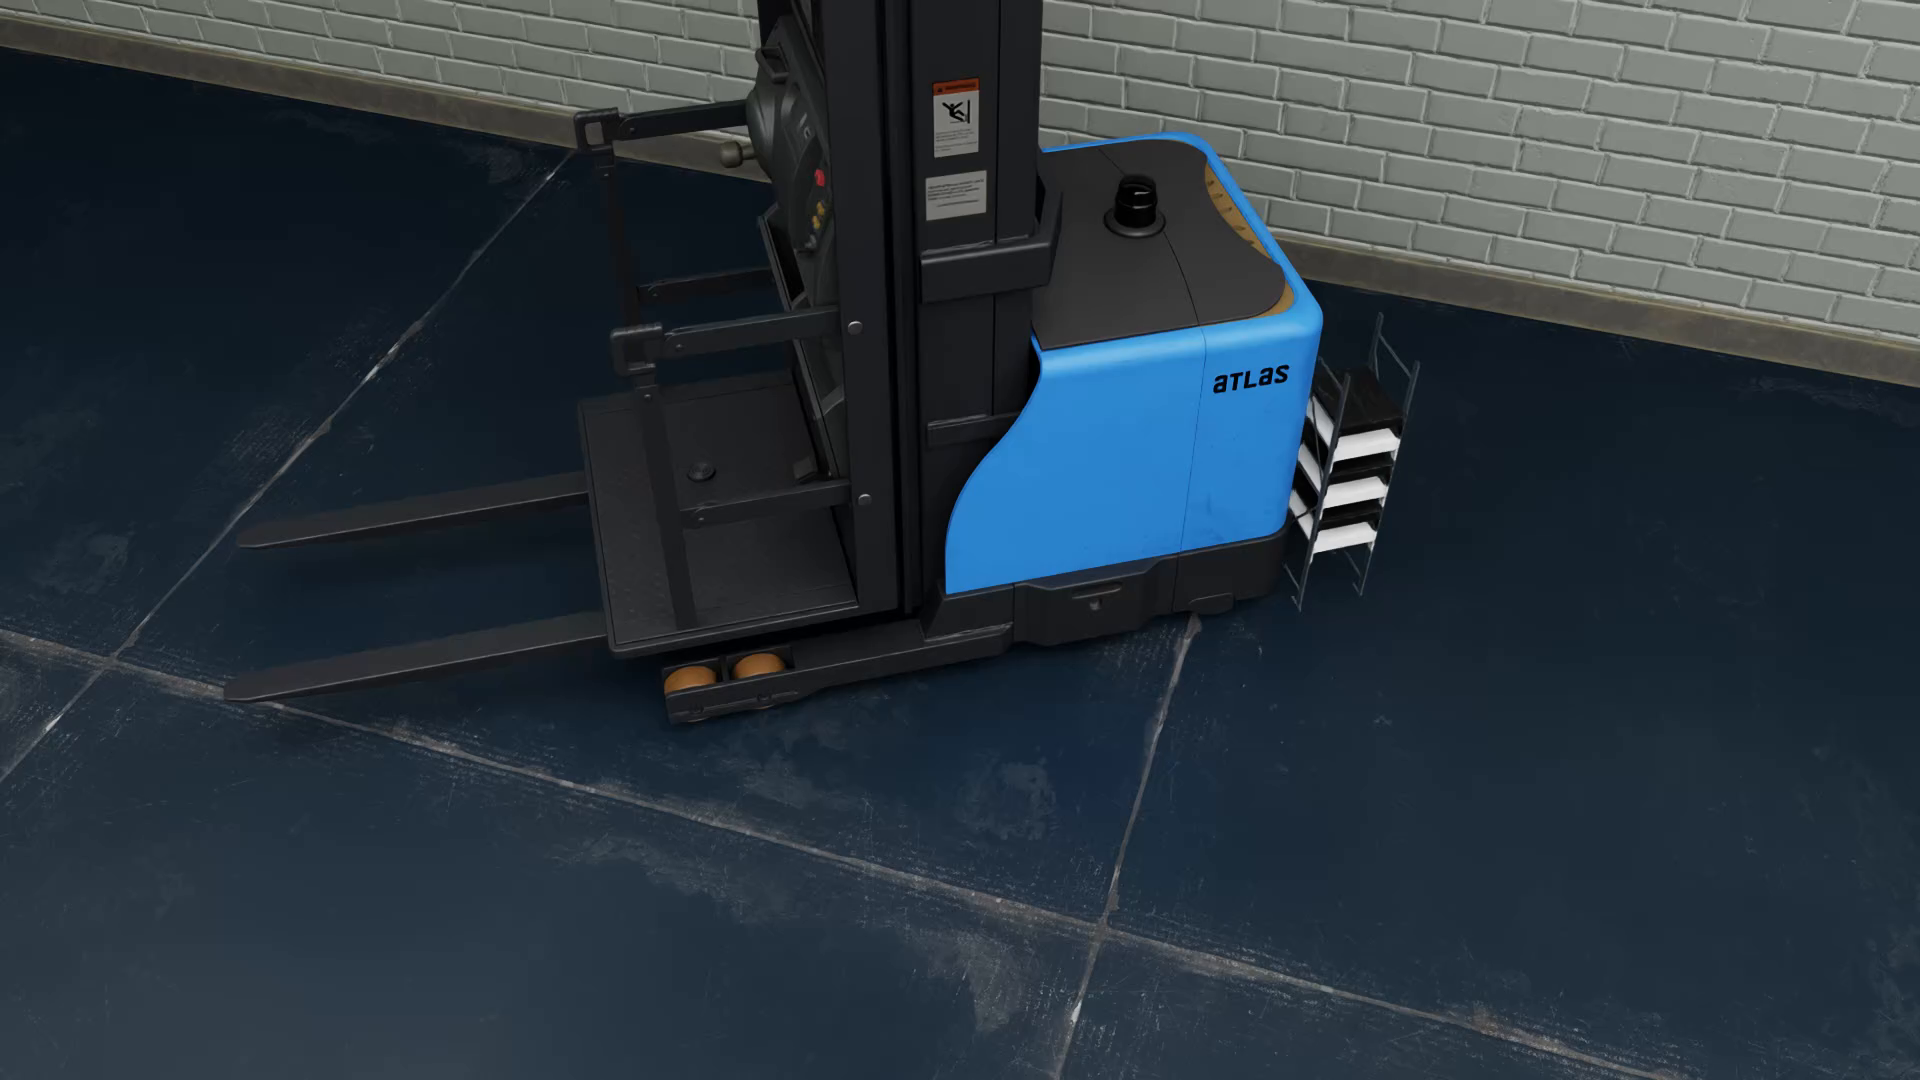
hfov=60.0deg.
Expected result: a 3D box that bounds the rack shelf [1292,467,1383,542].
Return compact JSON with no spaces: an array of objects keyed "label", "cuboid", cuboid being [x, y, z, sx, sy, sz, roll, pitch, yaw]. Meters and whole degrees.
[{"label":"rack shelf","cuboid":[1.094,-0.124,4.908,0.200,0.077,0.258,-11,46,-11]}]

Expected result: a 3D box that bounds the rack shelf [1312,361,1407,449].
[{"label":"rack shelf","cuboid":[1.096,-0.380,4.655,0.200,0.077,0.258,-11,46,-11]}]

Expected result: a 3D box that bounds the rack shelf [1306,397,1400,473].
[{"label":"rack shelf","cuboid":[1.096,-0.316,4.718,0.200,0.077,0.258,-11,46,-11]}]

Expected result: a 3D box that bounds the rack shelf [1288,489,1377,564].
[{"label":"rack shelf","cuboid":[1.094,-0.060,4.971,0.200,0.077,0.258,-11,46,-11]}]

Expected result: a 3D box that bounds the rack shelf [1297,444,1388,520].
[{"label":"rack shelf","cuboid":[1.095,-0.188,4.845,0.200,0.077,0.258,-11,46,-11]}]

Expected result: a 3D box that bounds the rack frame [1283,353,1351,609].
[{"label":"rack frame","cuboid":[0.997,-0.193,4.801,0.006,0.900,0.240,-11,46,-11]}]

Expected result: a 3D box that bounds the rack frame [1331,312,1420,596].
[{"label":"rack frame","cuboid":[1.193,-0.231,4.841,0.006,0.900,0.240,-11,46,-11]}]

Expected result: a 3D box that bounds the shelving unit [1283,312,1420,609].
[{"label":"shelving unit","cuboid":[1.095,-0.212,4.821,0.210,0.900,0.258,-11,46,-11]}]

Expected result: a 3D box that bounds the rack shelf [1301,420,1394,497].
[{"label":"rack shelf","cuboid":[1.095,-0.252,4.781,0.200,0.077,0.258,-11,46,-11]}]

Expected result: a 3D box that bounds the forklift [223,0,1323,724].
[{"label":"forklift","cuboid":[-0.604,-0.941,4.116,3.031,2.935,1.130,-10,45,-10]}]
